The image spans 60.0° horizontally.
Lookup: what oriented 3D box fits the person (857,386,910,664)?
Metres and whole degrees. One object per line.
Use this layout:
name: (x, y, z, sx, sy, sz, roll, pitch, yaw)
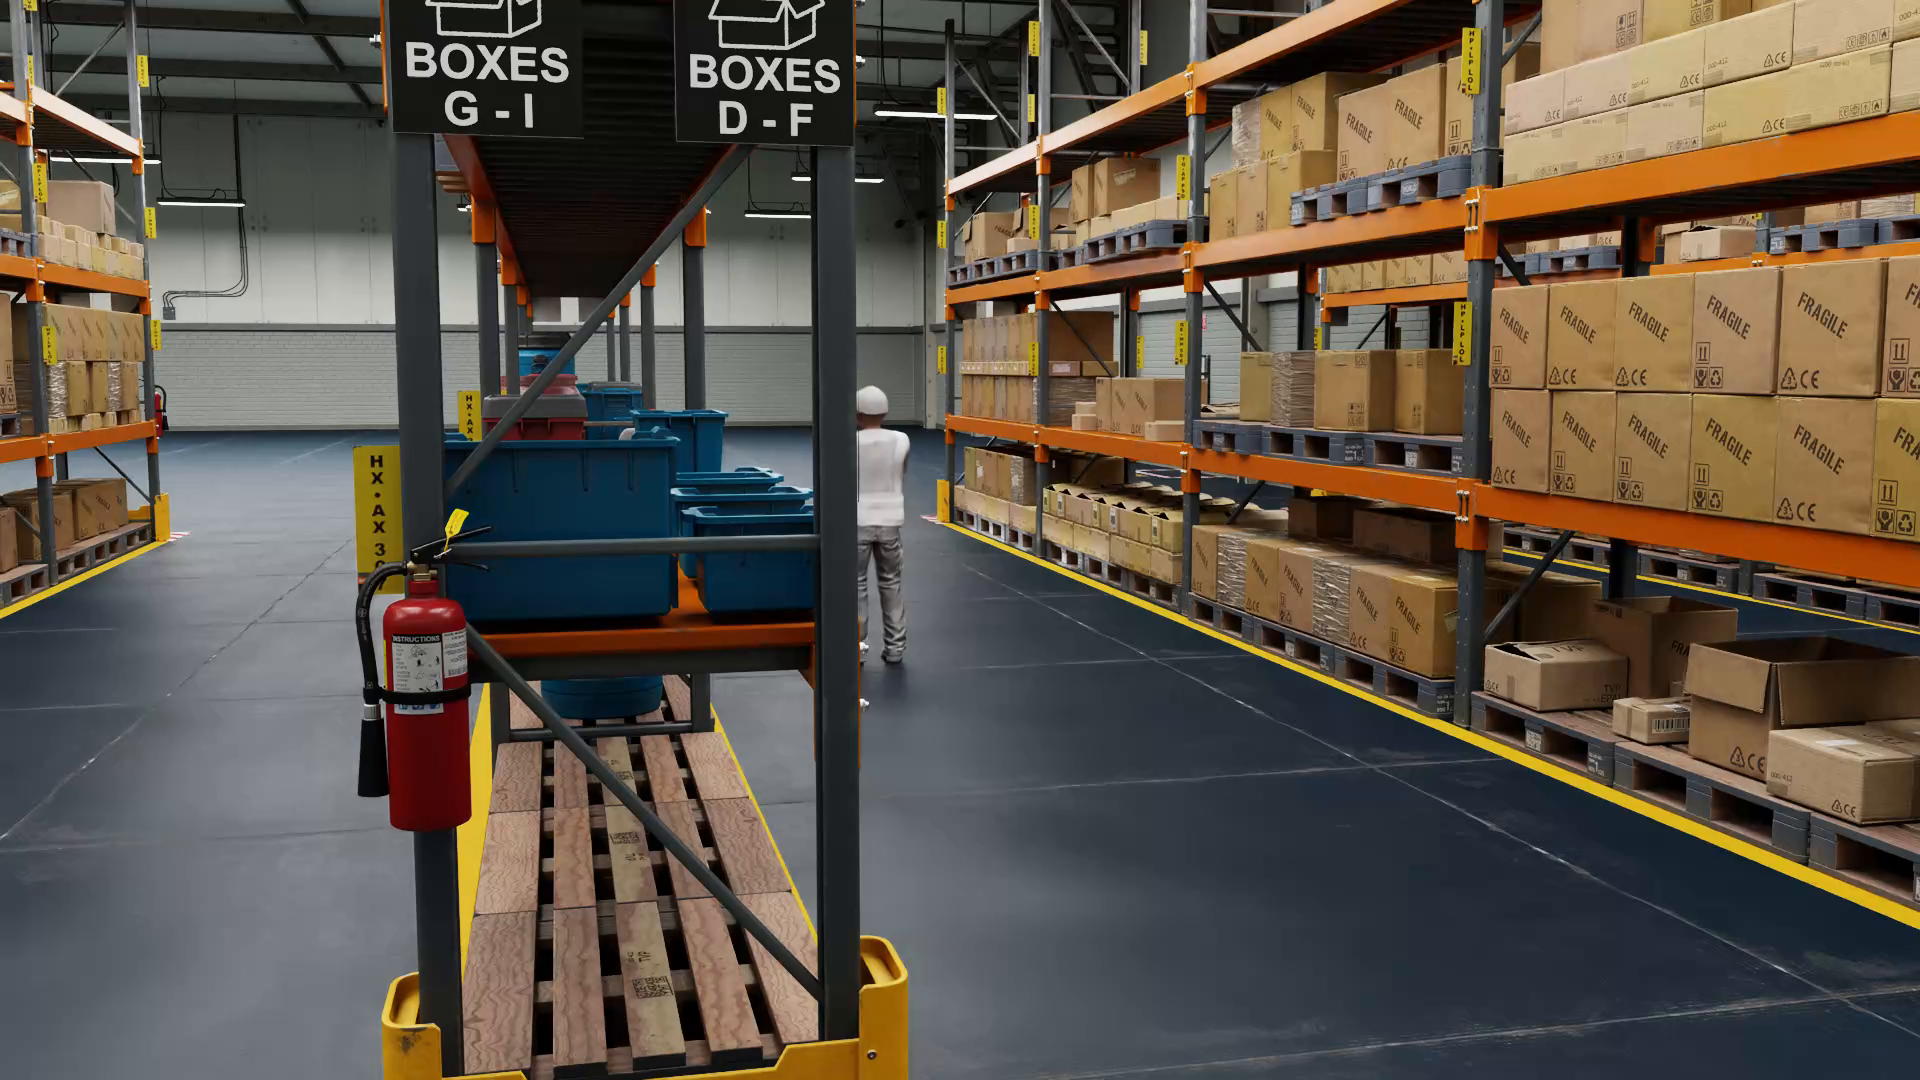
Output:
person: (-0.616, -0.108, 10.813, 0.502, 1.787, 0.569, -2, 6, -22)
